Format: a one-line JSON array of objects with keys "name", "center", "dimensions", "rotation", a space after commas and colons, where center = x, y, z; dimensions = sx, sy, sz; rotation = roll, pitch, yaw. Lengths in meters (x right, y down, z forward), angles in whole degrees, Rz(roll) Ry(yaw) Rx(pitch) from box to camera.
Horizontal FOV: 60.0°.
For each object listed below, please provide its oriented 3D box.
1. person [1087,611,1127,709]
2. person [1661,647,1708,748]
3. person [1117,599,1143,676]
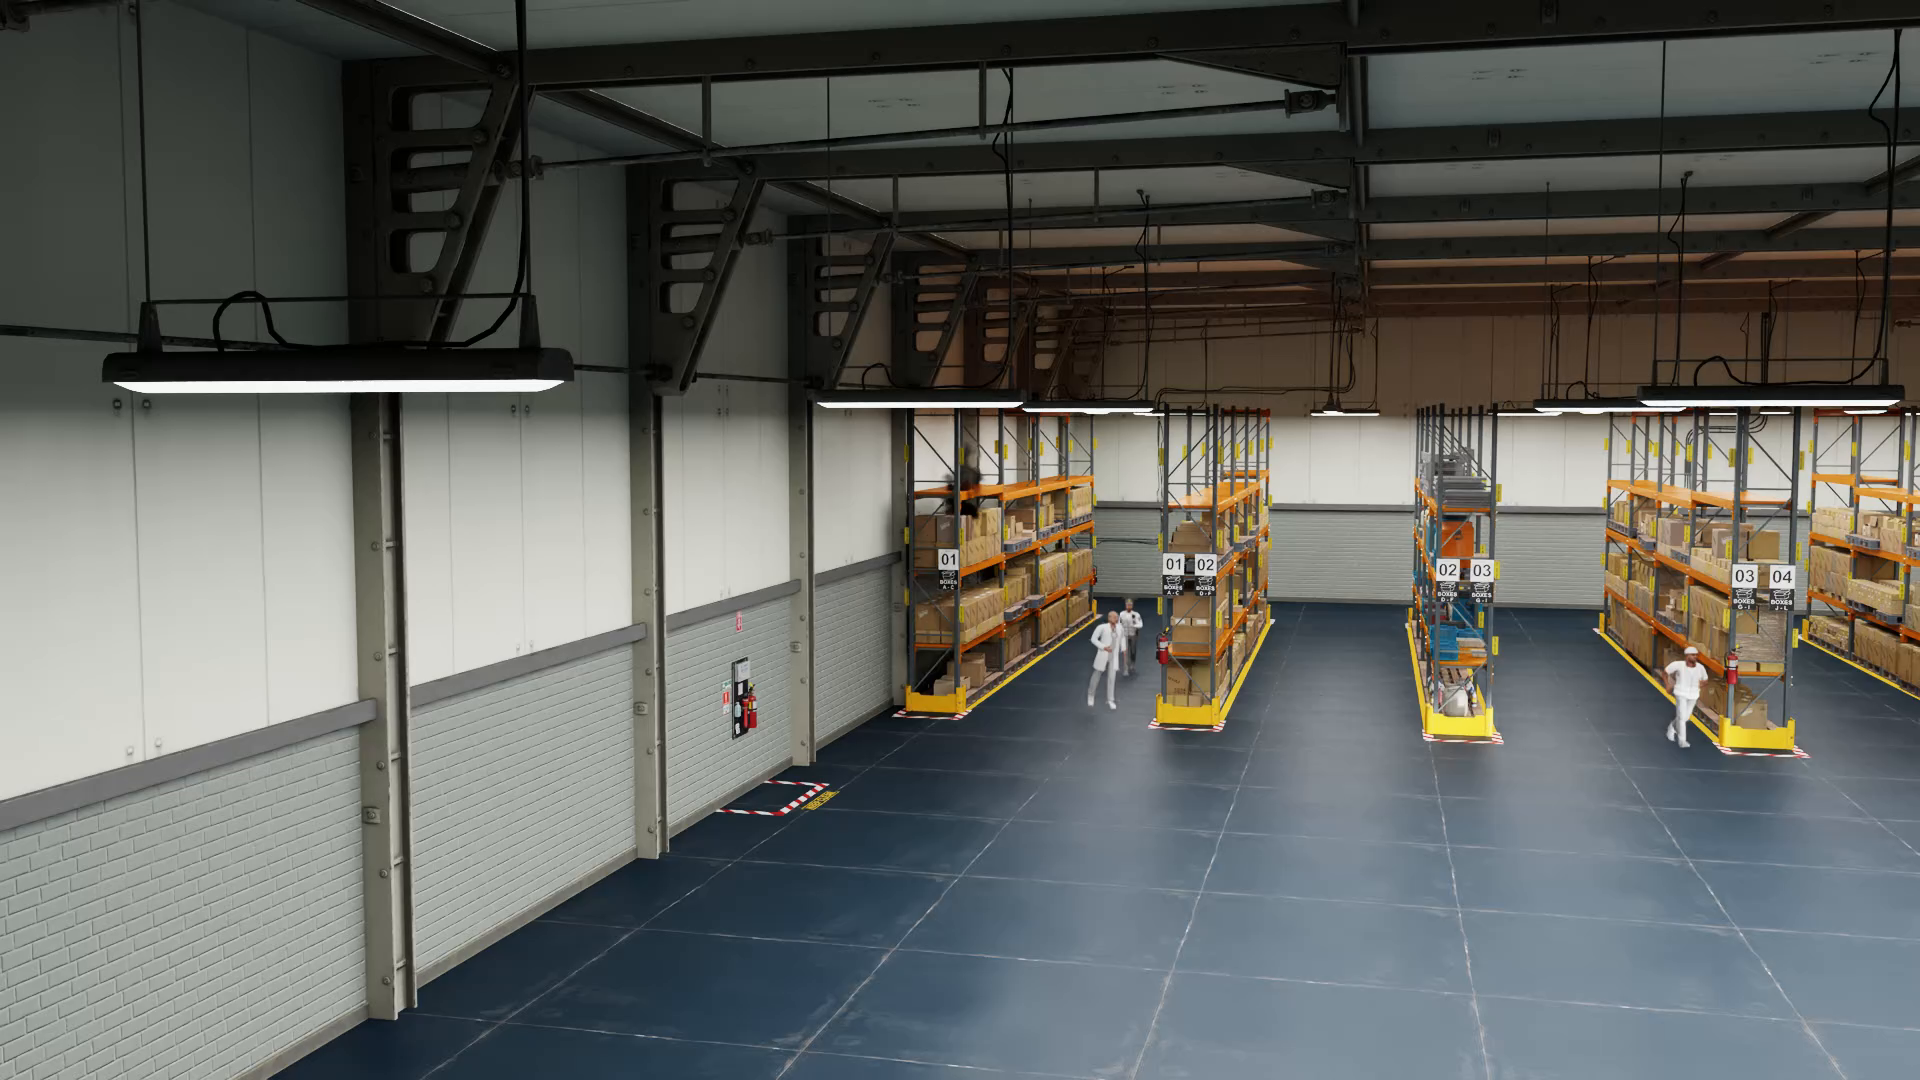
[{"name": "person", "center": [2.846, 2.304, 31.480], "dimensions": [0.772, 1.712, 0.930], "rotation": [-1, 4, -20]}, {"name": "person", "center": [12.638, 2.708, 28.887], "dimensions": [0.737, 1.723, 1.043], "rotation": [0, 4, -1]}, {"name": "person", "center": [3.781, 2.149, 37.213], "dimensions": [0.614, 1.674, 0.919], "rotation": [1, 4, 8]}]
